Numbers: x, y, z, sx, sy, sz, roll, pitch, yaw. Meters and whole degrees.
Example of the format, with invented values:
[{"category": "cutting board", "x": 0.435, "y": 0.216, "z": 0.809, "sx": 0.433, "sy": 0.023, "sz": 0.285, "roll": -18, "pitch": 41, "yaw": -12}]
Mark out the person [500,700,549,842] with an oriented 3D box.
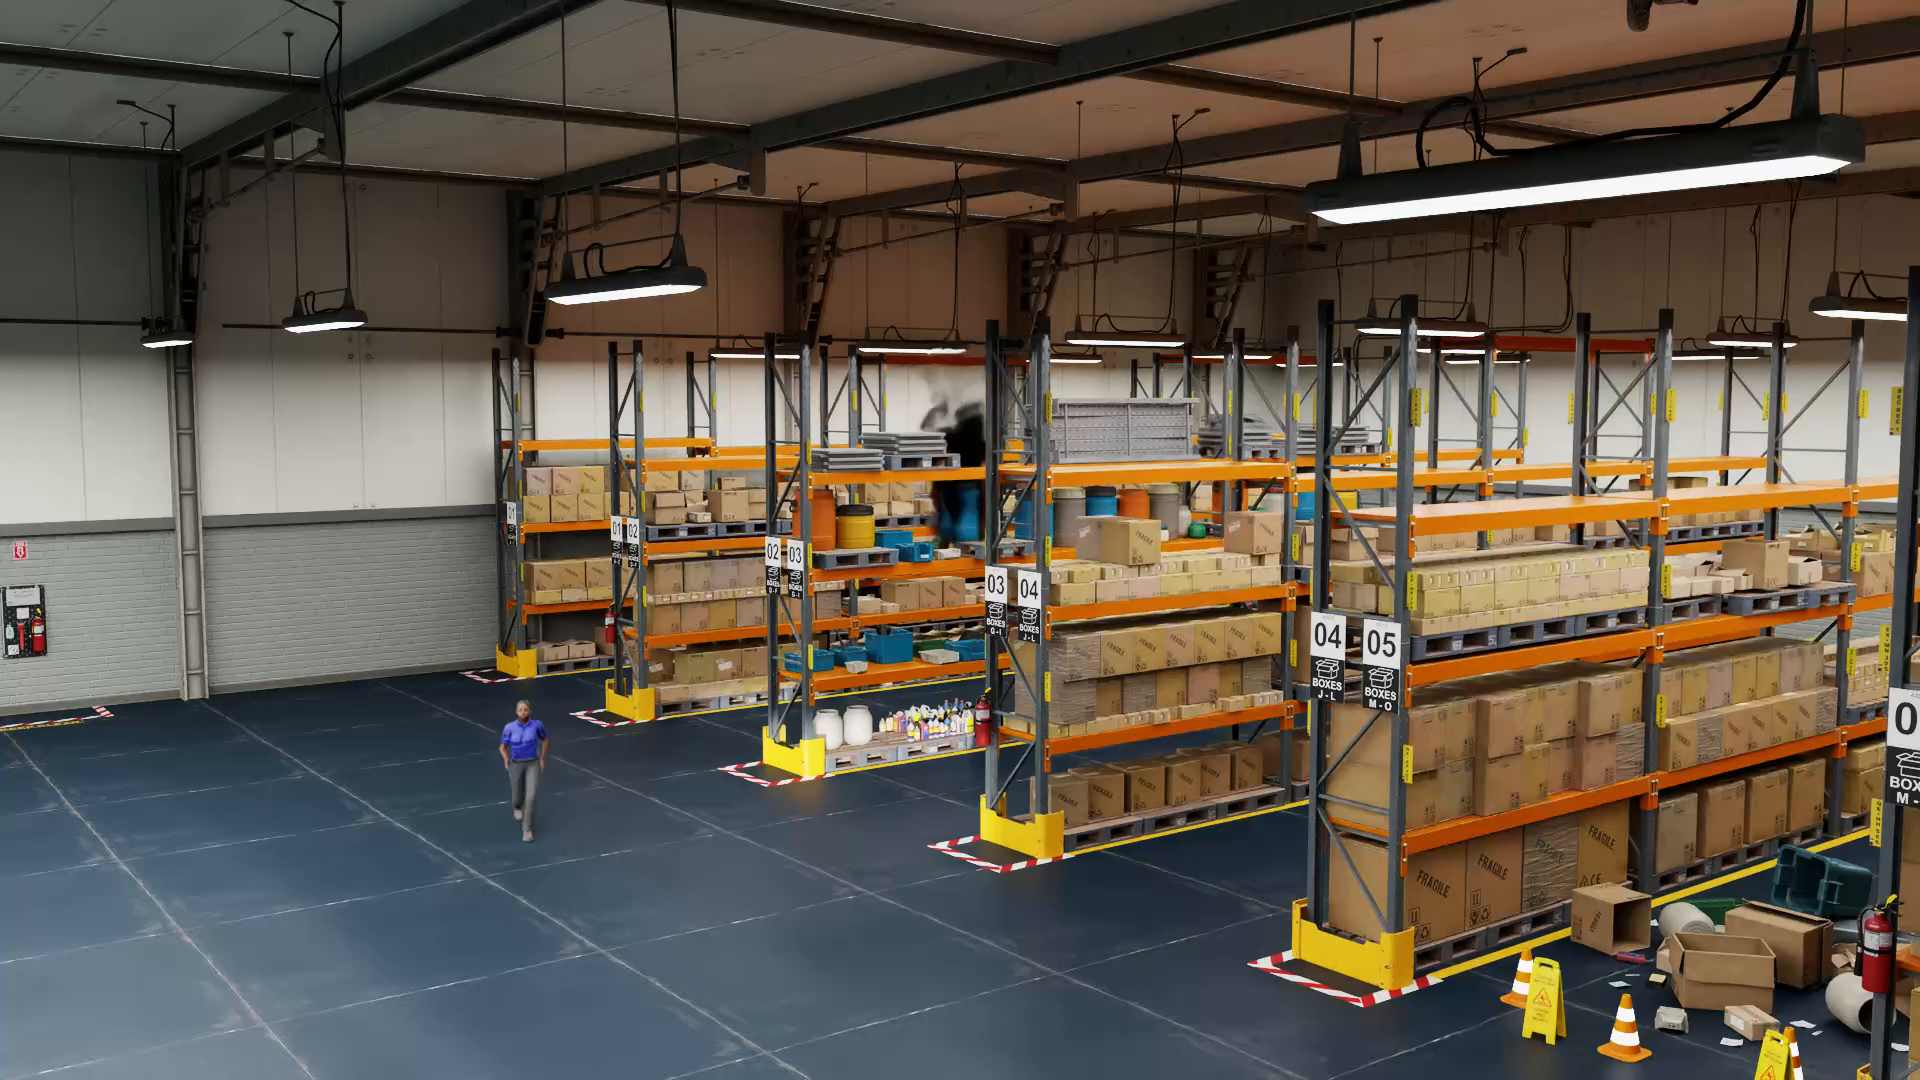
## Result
[{"category": "person", "x": -5.089, "y": 2.656, "z": 19.462, "sx": 0.565, "sy": 1.624, "sz": 0.768, "roll": -1, "pitch": 5, "yaw": -16}]
